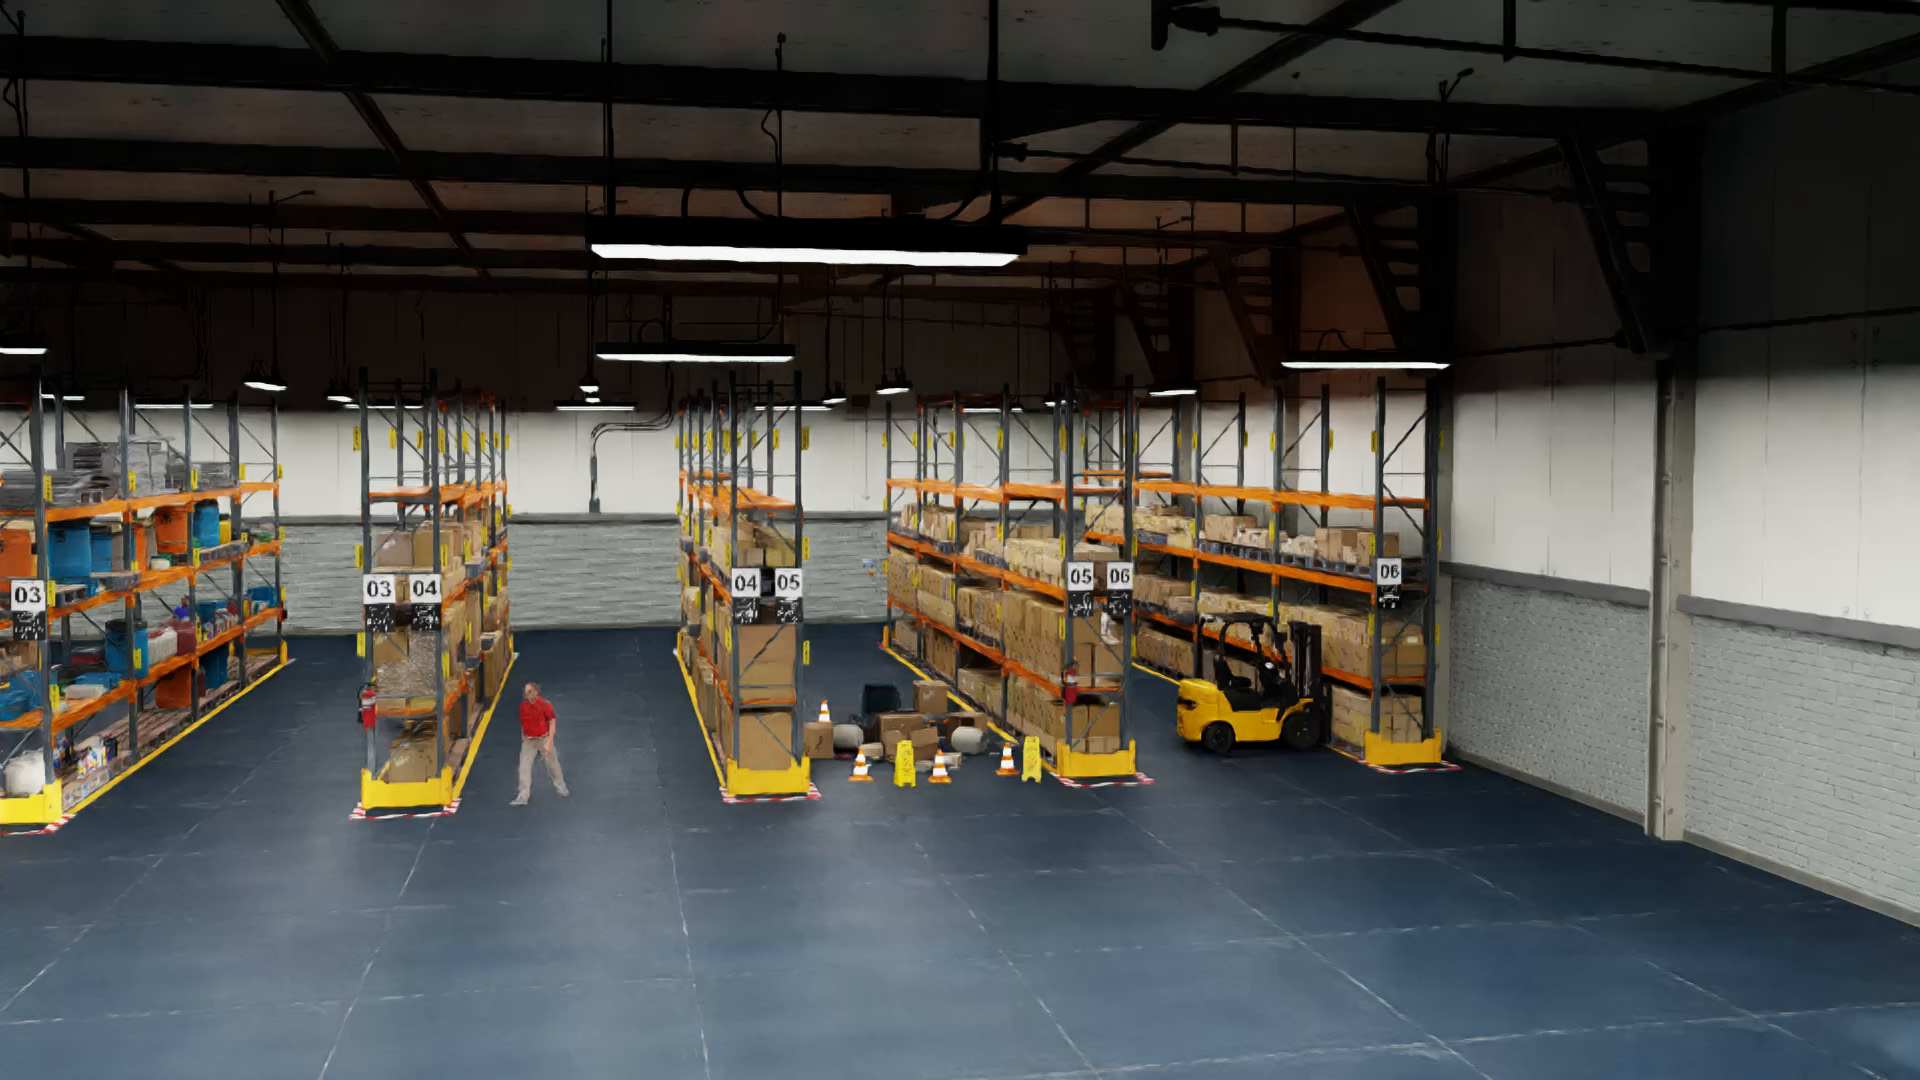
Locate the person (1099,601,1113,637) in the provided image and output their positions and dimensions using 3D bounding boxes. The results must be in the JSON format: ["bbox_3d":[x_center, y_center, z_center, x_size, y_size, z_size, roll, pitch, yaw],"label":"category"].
[{"bbox_3d":[2.967,2.104,34.479,0.548,1.663,0.586,1,3,12],"label":"person"}]

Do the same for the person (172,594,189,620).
[{"bbox_3d":[-17.275,2.006,37.133,0.592,1.590,0.513,-1,3,-12],"label":"person"}]

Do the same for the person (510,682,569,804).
[{"bbox_3d":[-5.839,2.792,23.041,0.606,1.677,0.965,1,4,14],"label":"person"}]
